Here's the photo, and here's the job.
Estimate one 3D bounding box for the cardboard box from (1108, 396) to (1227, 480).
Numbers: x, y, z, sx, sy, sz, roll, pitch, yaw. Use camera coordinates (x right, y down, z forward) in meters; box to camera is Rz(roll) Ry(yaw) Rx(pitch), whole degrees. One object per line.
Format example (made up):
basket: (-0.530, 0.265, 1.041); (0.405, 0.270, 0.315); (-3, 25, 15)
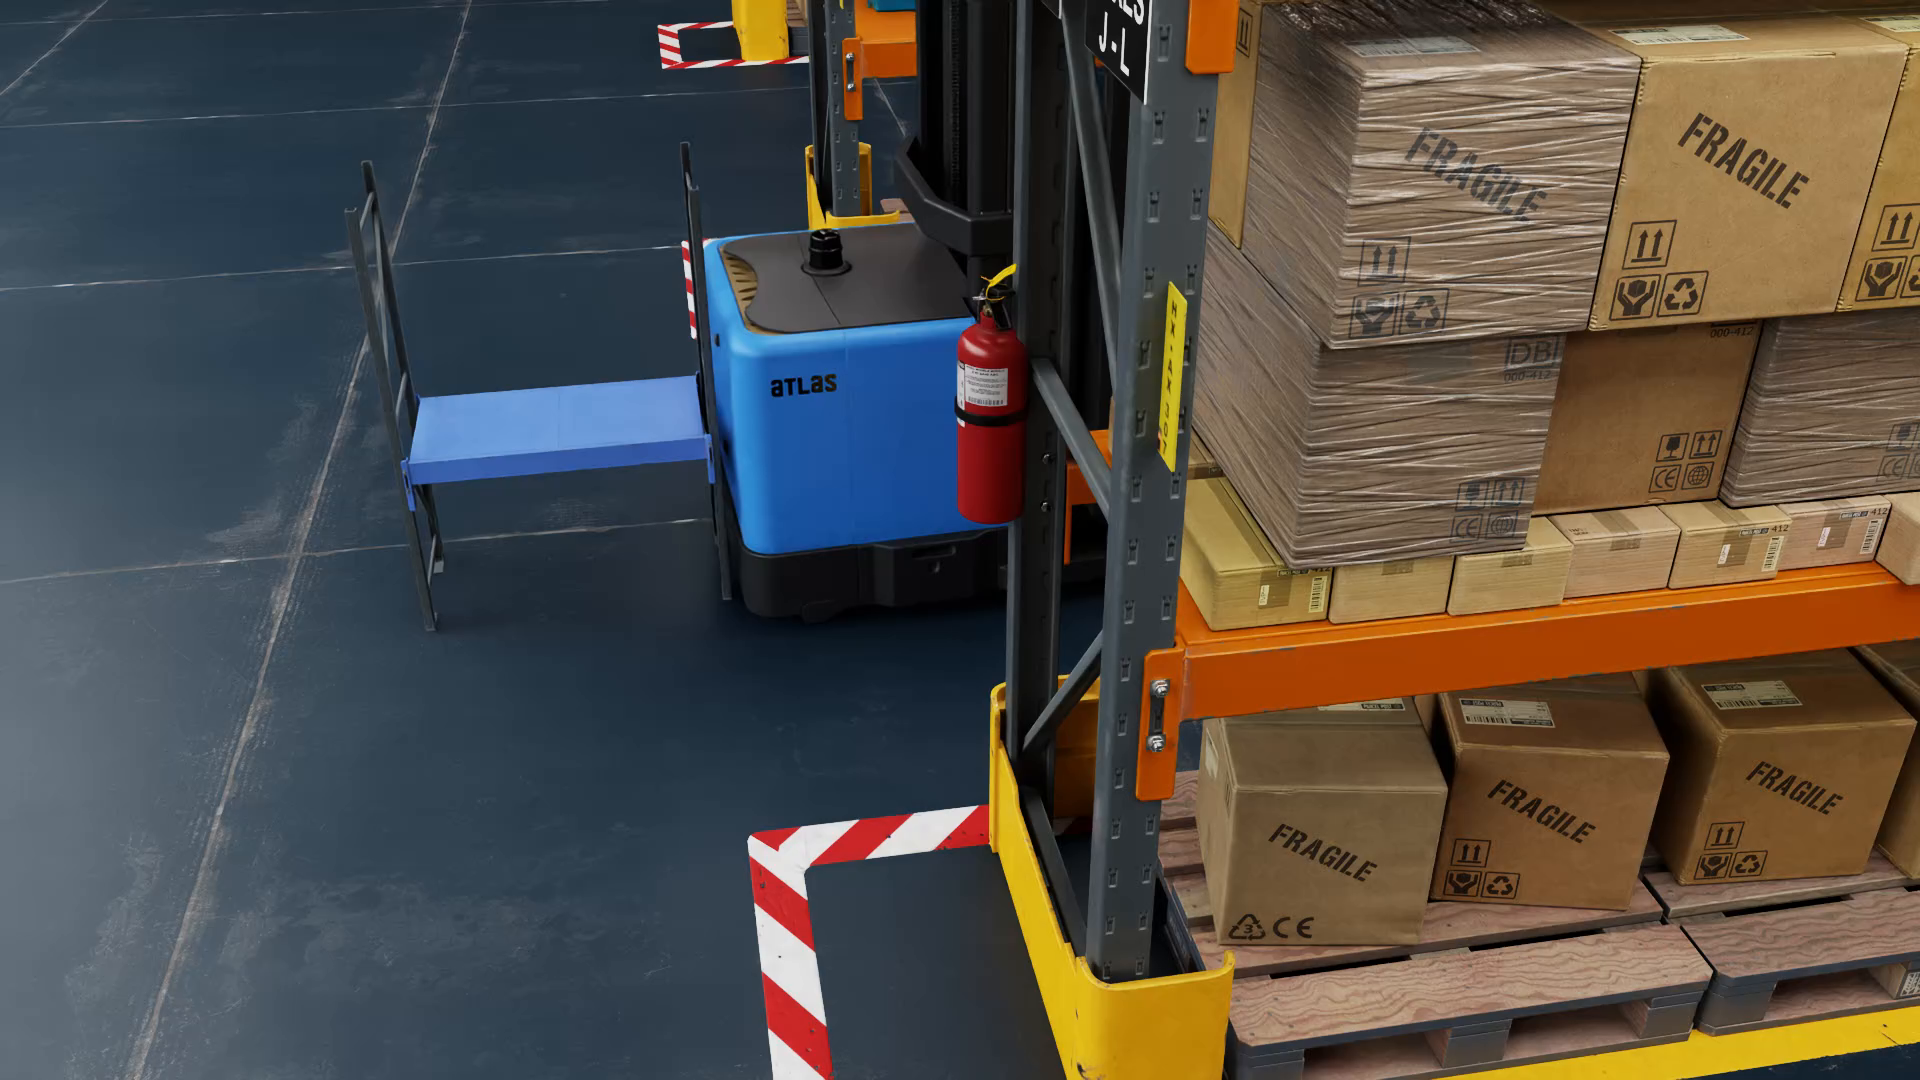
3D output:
cardboard box: (0.516, -0.203, 3.883); (0.250, 0.149, 0.380); (-5, 31, -9)

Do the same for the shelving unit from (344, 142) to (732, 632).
shelving unit: (-1.369, -0.505, 5.630); (1.048, 1.500, 0.538); (-6, 31, -10)

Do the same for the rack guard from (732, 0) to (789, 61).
rack guard: (-1.531, -4.042, 12.630); (0.348, 0.500, 1.175); (-5, 31, -9)

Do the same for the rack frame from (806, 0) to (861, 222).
rack frame: (-0.619, -2.651, 7.800); (0.127, 3.000, 1.000); (-5, 31, -9)

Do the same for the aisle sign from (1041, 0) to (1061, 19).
aisle sign: (0.158, -1.447, 3.186); (0.004, 0.787, 0.394); (-5, 31, -9)

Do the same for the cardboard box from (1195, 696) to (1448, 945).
cardboard box: (0.890, 0.666, 4.210); (0.500, 0.500, 0.500); (0, 30, 0)

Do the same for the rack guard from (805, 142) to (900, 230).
rack guard: (-0.553, -1.604, 8.485); (0.348, 0.500, 1.175); (-5, 31, -9)

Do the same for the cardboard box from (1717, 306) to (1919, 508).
cardboard box: (1.789, -0.519, 3.782); (0.500, 0.500, 0.875); (-5, 31, -9)

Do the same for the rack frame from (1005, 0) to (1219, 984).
rack frame: (0.273, -0.182, 3.600); (0.127, 3.000, 1.000); (-5, 31, -9)

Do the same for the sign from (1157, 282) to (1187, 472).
sign: (0.371, -0.285, 2.921); (0.005, 0.325, 0.100); (-5, 31, -9)

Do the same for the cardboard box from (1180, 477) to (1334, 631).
cardboard box: (0.596, 0.019, 3.506); (0.250, 0.149, 0.380); (-5, 31, -9)

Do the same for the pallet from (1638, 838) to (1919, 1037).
pallet: (2.351, 0.847, 4.601); (1.213, 0.211, 1.003); (-5, 31, -9)

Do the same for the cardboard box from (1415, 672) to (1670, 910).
cardboard box: (1.472, 0.594, 4.332); (0.500, 0.500, 0.500); (2, 31, 4)

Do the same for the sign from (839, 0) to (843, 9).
sign: (-0.524, -2.496, 7.263); (0.005, 0.325, 0.100); (-5, 31, -9)

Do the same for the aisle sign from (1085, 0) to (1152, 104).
aisle sign: (0.266, -1.147, 2.677); (0.004, 0.787, 0.394); (-5, 31, -9)

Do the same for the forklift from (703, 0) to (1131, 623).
forklift: (0.630, -1.369, 5.686); (3.031, 2.935, 1.130); (-7, 31, -12)

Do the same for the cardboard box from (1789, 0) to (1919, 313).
cardboard box: (1.848, -0.787, 3.251); (0.500, 0.500, 0.500); (-5, 31, -9)

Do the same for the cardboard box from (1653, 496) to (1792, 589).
cardboard box: (1.584, -0.062, 3.644); (0.250, 0.149, 0.380); (-5, 31, -9)

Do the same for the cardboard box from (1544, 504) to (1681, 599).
cardboard box: (1.336, -0.043, 3.611); (0.250, 0.149, 0.380); (-5, 31, -9)

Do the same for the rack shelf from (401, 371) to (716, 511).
rack shelf: (-1.369, -0.350, 5.721); (1.000, 0.185, 0.538); (-6, 31, -10)

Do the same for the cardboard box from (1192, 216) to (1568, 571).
cardboard box: (0.819, -0.390, 3.561); (0.500, 0.500, 0.875); (-5, 31, -9)

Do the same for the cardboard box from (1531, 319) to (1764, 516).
cardboard box: (1.289, -0.495, 3.741); (0.500, 0.500, 0.875); (-5, 31, -9)

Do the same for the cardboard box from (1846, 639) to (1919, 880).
cardboard box: (2.648, 0.518, 4.462); (0.500, 0.500, 0.500); (-8, 31, -13)

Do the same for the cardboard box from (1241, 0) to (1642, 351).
cardboard box: (0.863, -0.699, 3.100); (0.500, 0.500, 0.500); (-5, 31, -9)

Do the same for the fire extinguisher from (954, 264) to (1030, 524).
fire extinguisher: (0.077, -0.368, 3.993); (0.183, 0.674, 0.296); (-5, 31, -9)

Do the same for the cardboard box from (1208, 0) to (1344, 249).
cardboard box: (0.769, -0.958, 3.541); (0.500, 0.500, 0.500); (-5, 31, -9)

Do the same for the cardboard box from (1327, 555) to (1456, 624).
cardboard box: (0.846, 0.006, 3.528); (0.250, 0.149, 0.380); (-5, 31, -9)

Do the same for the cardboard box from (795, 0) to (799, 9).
cardboard box: (-1.033, -4.313, 12.925); (0.500, 0.250, 0.500); (-5, 31, -9)

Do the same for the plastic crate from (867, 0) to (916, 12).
plastic crate: (-0.181, -2.782, 8.169); (0.616, 0.251, 0.499); (-5, 31, -9)

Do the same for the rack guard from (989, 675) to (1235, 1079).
rack guard: (0.348, 0.889, 4.246); (0.348, 0.500, 1.175); (-5, 31, -9)

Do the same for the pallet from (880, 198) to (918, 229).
pallet: (0.247, -1.551, 8.680); (1.213, 0.211, 1.003); (-5, 31, -9)

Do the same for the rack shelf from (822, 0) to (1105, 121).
rack shelf: (1.348, -2.524, 8.293); (4.000, 0.370, 1.077); (-5, 31, -9)

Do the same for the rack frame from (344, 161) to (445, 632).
rack frame: (-1.867, -0.455, 5.544); (0.032, 1.500, 0.500); (-6, 31, -10)

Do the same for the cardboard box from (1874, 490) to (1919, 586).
cardboard box: (2.089, -0.069, 3.657); (0.250, 0.149, 0.380); (-5, 31, -9)

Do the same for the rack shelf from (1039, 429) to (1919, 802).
rack shelf: (2.240, -0.054, 4.093); (4.000, 0.370, 1.077); (-5, 31, -9)

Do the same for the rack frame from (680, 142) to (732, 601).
rack frame: (-0.870, -0.556, 5.716); (0.032, 1.500, 0.500); (-6, 31, -10)

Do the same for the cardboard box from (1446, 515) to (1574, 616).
cardboard box: (1.094, -0.009, 3.555); (0.250, 0.149, 0.380); (-5, 31, -9)

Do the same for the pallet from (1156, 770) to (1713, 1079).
pallet: (1.153, 0.957, 4.415); (1.213, 0.211, 1.003); (-5, 31, -9)

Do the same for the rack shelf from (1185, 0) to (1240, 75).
rack shelf: (2.240, -1.347, 3.333); (4.000, 0.370, 1.077); (-5, 31, -9)

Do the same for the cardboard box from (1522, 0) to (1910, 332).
cardboard box: (1.356, -0.741, 3.172); (0.500, 0.500, 0.500); (-5, 31, -9)

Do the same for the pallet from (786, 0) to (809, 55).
pallet: (-0.763, -4.010, 12.861); (1.213, 0.211, 1.003); (-5, 31, -9)

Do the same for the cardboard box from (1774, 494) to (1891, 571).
cardboard box: (1.825, -0.098, 3.706); (0.250, 0.149, 0.380); (-5, 31, -9)

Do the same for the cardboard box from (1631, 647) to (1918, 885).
cardboard box: (2.091, 0.547, 4.413); (0.500, 0.500, 0.500); (-3, 31, -4)

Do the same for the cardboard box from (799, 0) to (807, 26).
cardboard box: (-0.940, -4.055, 12.486); (0.500, 0.250, 0.500); (-5, 31, -9)
